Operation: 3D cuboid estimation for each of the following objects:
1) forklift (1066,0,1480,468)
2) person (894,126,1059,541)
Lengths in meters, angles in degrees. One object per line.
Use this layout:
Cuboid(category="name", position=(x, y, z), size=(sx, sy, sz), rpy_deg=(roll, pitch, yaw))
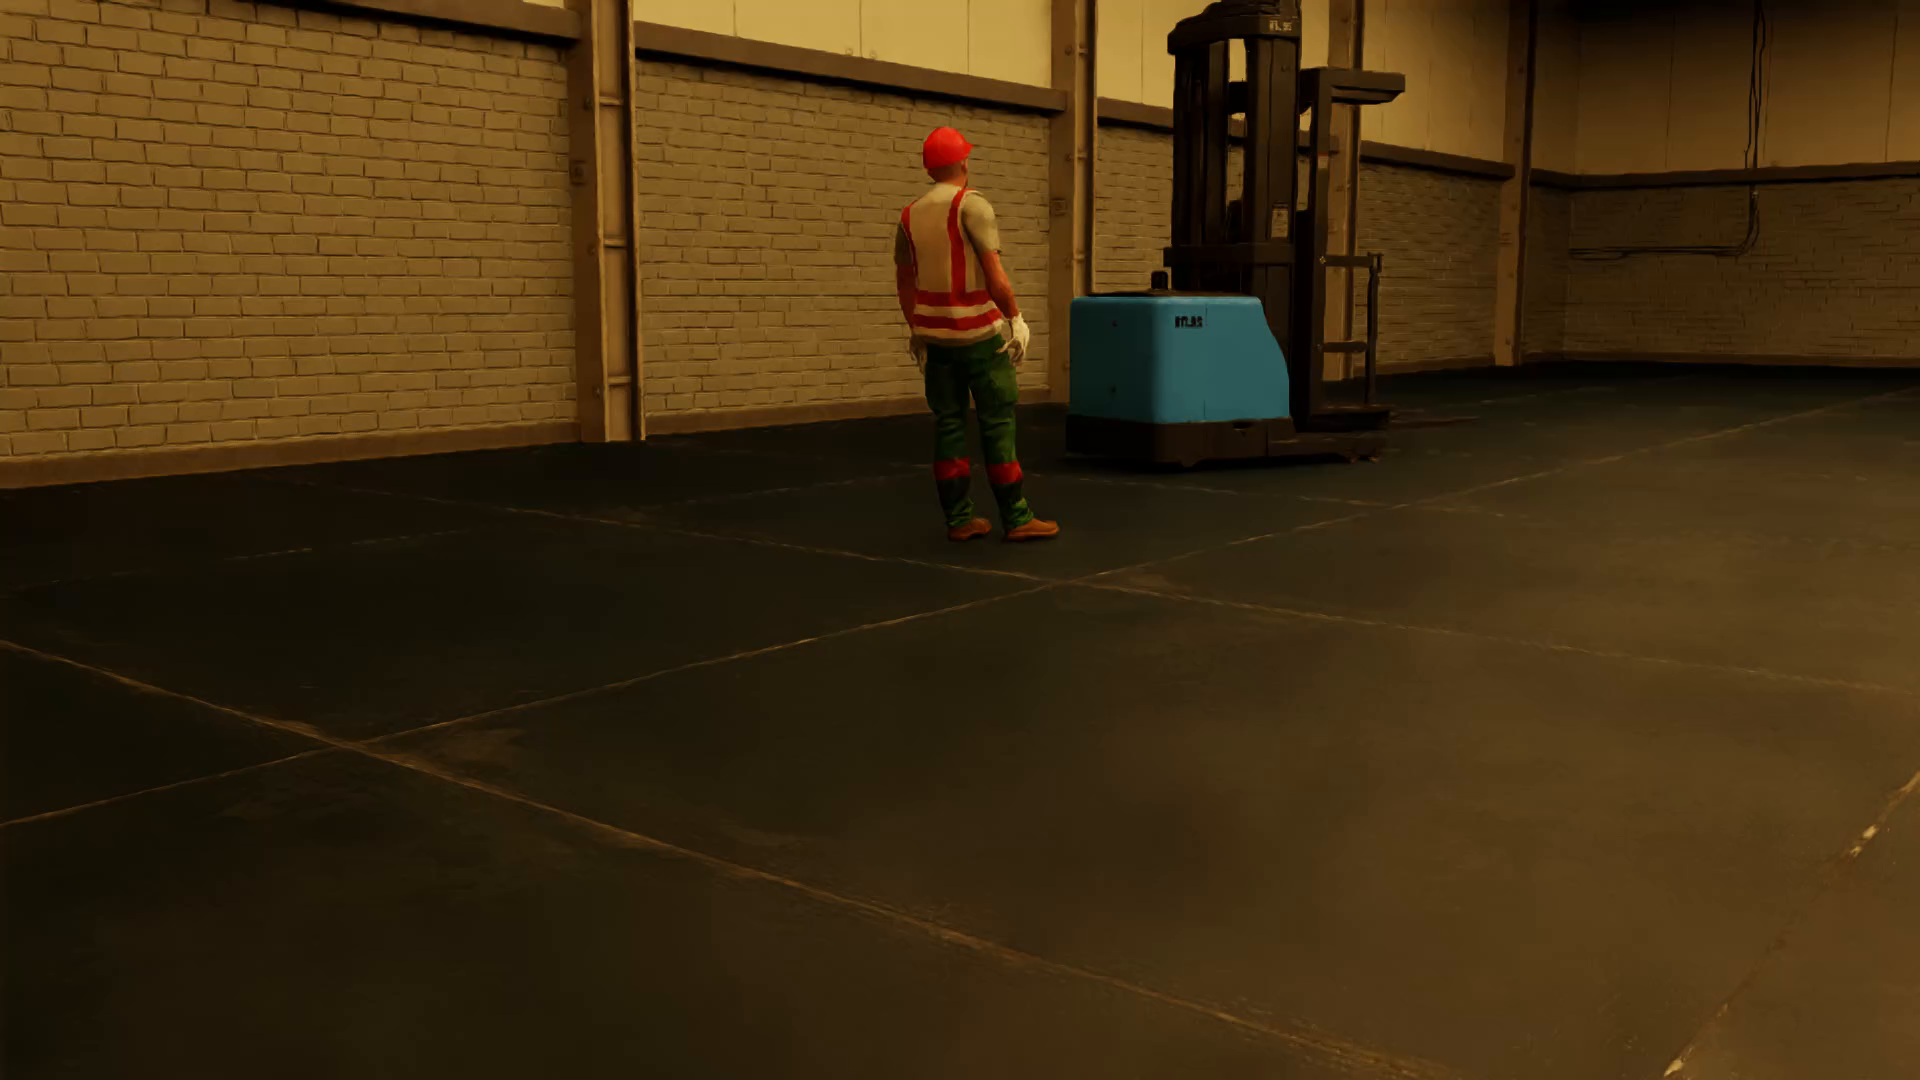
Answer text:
Cuboid(category="forklift", position=(2.227, -2.026, 11.127), size=(3.031, 2.935, 1.130), rpy_deg=(-5, 10, -31))
Cuboid(category="person", position=(0.059, -0.900, 7.329), size=(0.637, 1.787, 0.563), rpy_deg=(7, 11, 38))
